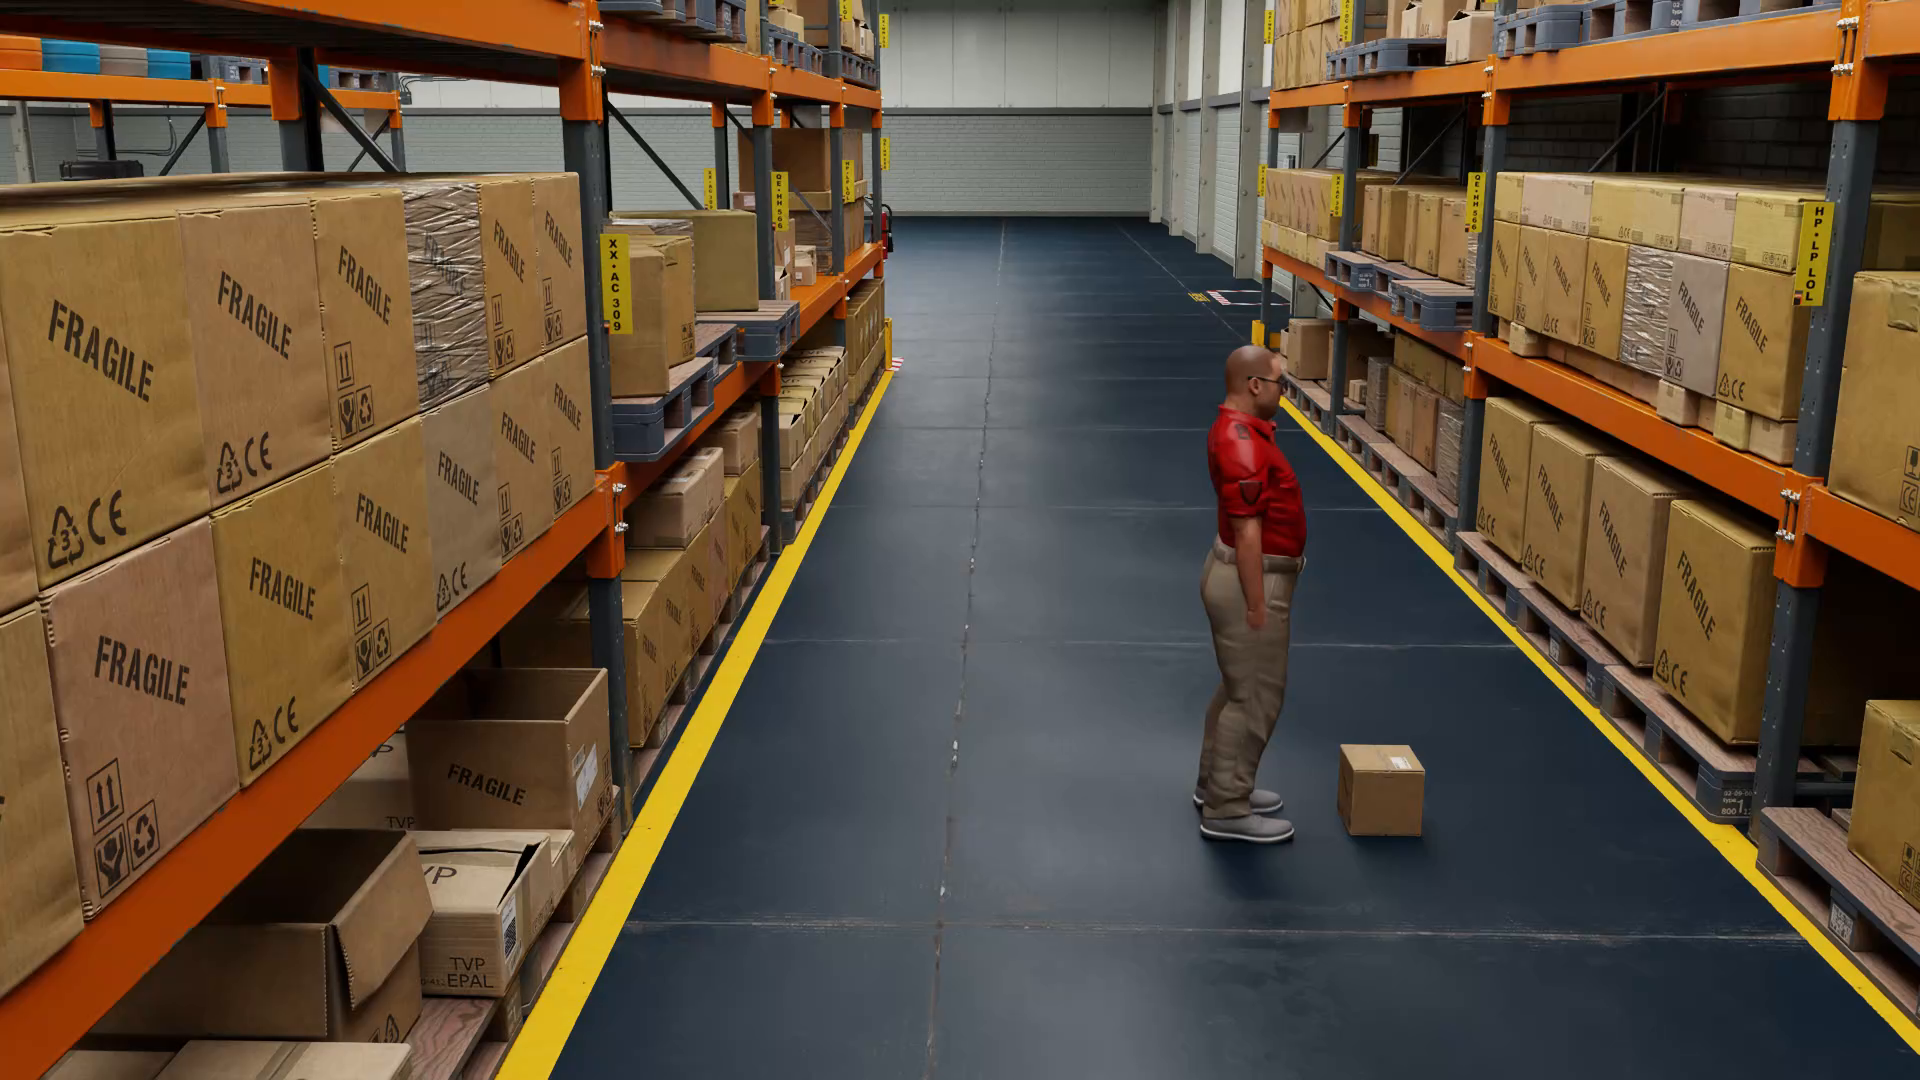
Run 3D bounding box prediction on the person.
[{"bbox_3d":[1.026,0.180,5.825,0.360,1.726,0.528,1,14,3],"label":"person"}]
